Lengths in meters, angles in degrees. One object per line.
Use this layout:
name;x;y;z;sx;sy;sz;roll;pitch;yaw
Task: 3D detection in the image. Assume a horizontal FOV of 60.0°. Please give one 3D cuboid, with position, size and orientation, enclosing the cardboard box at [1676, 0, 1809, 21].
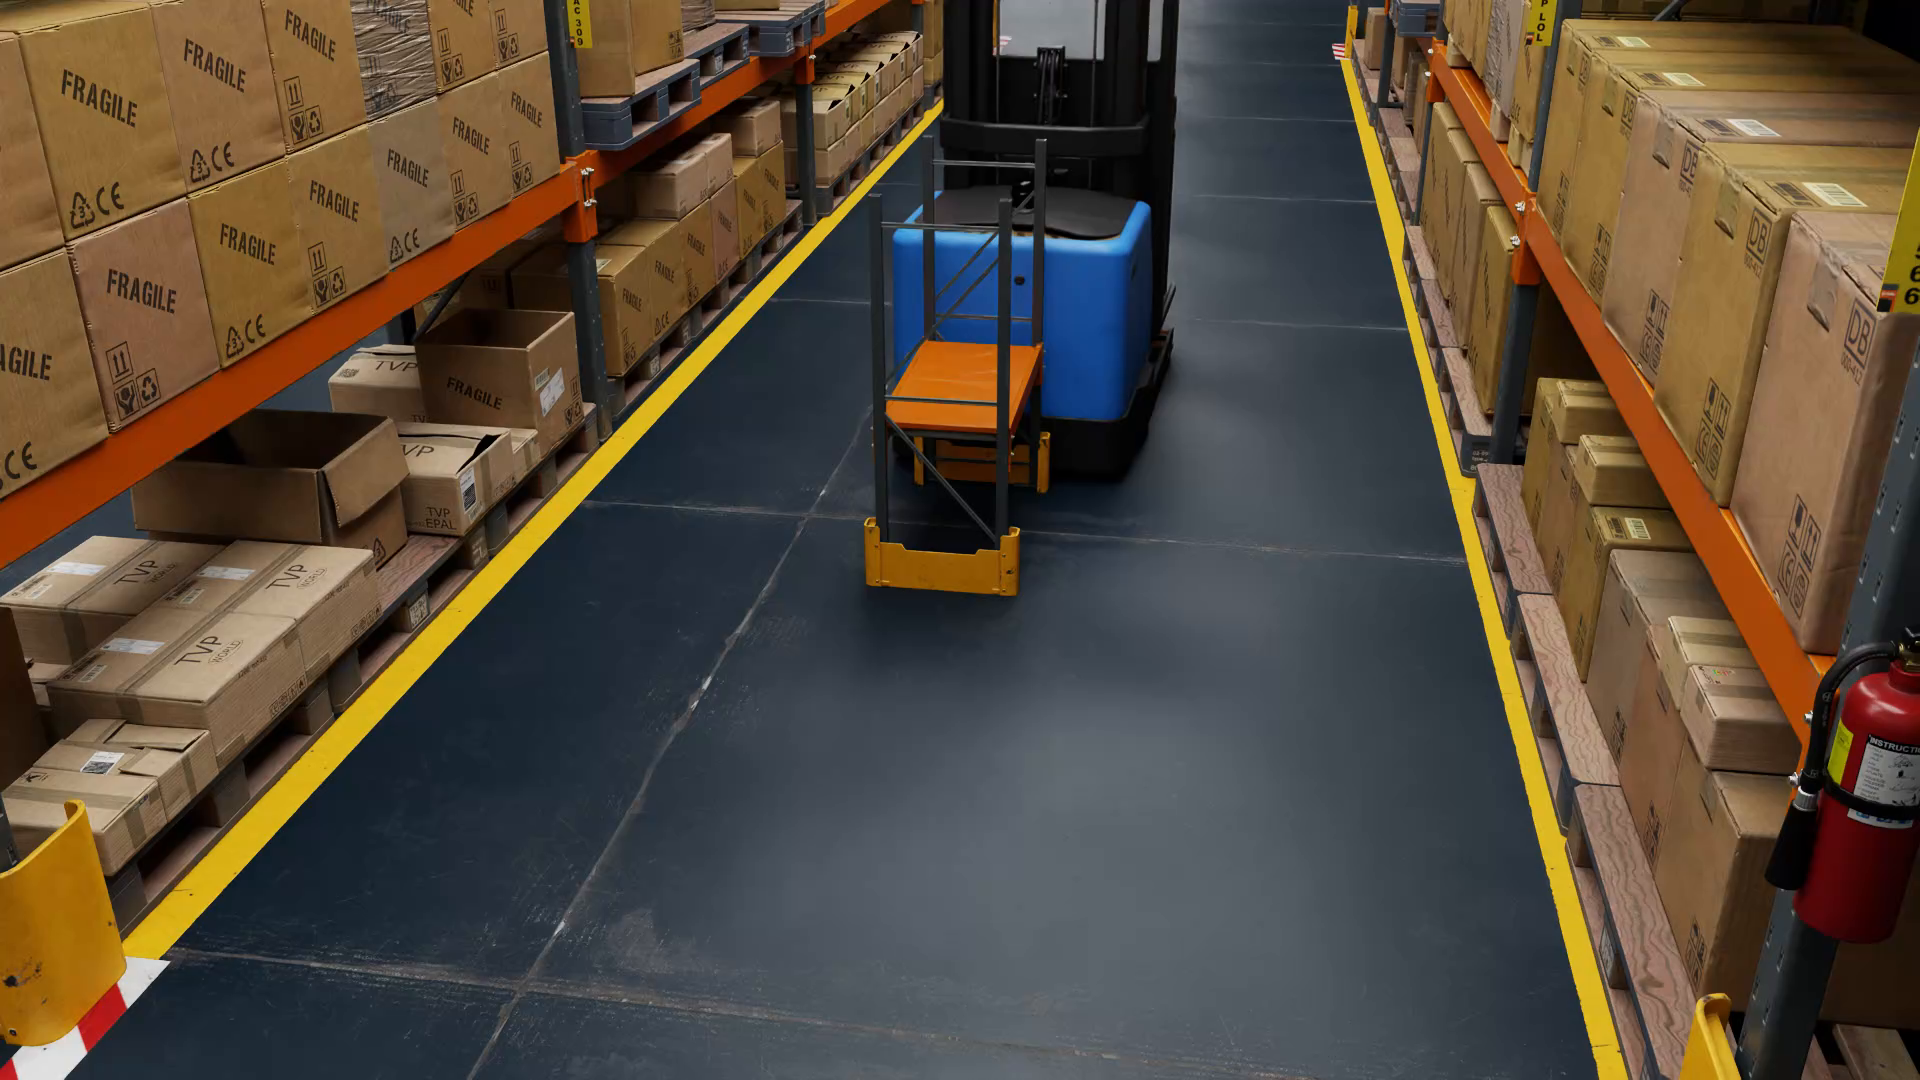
cardboard box;3.087;-2.223;6.585;0.500;0.250;0.500;5;26;10

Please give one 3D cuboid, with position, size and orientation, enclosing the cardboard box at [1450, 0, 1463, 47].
cardboard box;2.982;-2.979;9.083;0.500;0.500;0.500;5;26;10

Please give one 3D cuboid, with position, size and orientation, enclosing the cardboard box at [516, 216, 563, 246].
cardboard box;-2.245;-1.362;8.550;0.500;0.500;0.500;4;25;9

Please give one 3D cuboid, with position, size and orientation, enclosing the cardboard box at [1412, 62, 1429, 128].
cardboard box;3.924;-3.405;12.915;0.700;0.500;0.500;4;25;7

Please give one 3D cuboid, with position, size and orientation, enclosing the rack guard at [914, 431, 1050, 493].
rack guard;0.094;-0.353;7.210;0.587;0.250;0.087;4;25;9

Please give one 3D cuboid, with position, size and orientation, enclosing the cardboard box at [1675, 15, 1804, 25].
cardboard box;3.079;-1.884;6.745;0.500;0.500;0.500;3;25;7

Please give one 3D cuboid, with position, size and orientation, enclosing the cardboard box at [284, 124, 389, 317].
cardboard box;-2.206;-1.037;5.308;0.500;0.500;0.500;4;25;9

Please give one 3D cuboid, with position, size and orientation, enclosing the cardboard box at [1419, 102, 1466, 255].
cardboard box;3.159;-2.111;9.763;0.750;0.750;0.750;4;25;8

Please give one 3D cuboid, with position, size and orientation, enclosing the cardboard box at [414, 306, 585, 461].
cardboard box;-1.946;-0.671;7.075;0.500;0.500;0.500;4;25;9

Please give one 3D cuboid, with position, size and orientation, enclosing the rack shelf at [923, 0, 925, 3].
rack shelf;-0.498;-5.719;16.278;1.077;0.370;4.000;4;25;9

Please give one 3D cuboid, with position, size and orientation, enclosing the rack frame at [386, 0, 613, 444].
rack frame;-2.132;-1.862;7.190;1.000;3.000;0.127;4;25;9

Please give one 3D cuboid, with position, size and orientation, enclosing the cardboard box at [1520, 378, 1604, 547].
cardboard box;2.532;-0.273;6.248;0.700;0.500;0.500;4;25;9

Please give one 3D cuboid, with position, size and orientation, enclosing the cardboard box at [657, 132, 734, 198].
cardboard box;-1.568;-2.082;9.205;0.500;0.250;0.500;4;25;8

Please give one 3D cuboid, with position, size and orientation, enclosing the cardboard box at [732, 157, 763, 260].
cardboard box;-1.485;-1.978;9.868;0.500;0.500;0.500;3;25;7

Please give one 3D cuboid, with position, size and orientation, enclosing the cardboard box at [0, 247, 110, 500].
cardboard box;-2.454;-0.402;3.952;0.500;0.500;0.500;5;25;10

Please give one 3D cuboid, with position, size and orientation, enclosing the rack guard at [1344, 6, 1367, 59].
rack guard;4.704;-5.375;17.644;1.175;0.500;0.348;4;25;9

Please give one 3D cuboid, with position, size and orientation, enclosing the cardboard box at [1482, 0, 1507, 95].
cardboard box;2.746;-2.344;7.726;0.500;0.500;0.500;4;25;9

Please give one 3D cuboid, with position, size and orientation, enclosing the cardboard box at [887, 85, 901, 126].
cardboard box;-0.774;-3.534;13.510;0.500;0.250;0.500;5;25;10

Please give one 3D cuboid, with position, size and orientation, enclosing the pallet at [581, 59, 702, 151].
pallet;-1.894;-2.102;7.928;1.003;0.211;1.213;4;25;9

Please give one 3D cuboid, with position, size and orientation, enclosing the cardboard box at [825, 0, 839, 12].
cardboard box;-1.142;-3.855;11.553;0.500;0.311;0.500;4;25;8

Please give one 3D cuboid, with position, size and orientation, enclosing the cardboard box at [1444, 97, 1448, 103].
cardboard box;3.674;-2.773;11.565;0.700;0.500;0.500;4;25;8

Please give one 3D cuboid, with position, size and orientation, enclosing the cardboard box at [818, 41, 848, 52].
cardboard box;-1.225;-4.042;13.934;0.500;0.311;0.500;4;25;8

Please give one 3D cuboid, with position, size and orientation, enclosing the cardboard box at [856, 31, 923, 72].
cardboard box;-0.608;-4.218;14.309;0.500;0.311;0.500;4;25;9

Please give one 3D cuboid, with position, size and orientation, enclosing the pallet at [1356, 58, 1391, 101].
pallet;4.335;-4.398;15.898;1.003;0.211;1.213;4;25;9

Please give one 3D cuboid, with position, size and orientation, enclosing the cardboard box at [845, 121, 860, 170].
cardboard box;-1.022;-2.889;12.132;0.500;0.250;0.500;3;25;7

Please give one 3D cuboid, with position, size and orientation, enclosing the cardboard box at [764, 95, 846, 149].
cardboard box;-1.103;-2.933;11.563;0.500;0.311;0.500;5;26;10

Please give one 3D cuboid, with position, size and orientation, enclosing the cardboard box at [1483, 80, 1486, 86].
cardboard box;2.944;-2.427;8.669;0.380;0.149;0.250;4;25;9

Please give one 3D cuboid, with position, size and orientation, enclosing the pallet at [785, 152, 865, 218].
pallet;-1.306;-2.614;12.085;1.003;0.211;1.213;4;25;9

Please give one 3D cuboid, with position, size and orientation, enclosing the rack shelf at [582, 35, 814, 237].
rack shelf;-1.806;-2.373;9.129;1.077;0.370;4.000;4;25;9

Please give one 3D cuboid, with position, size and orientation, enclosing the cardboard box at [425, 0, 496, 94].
cardboard box;-2.041;-1.916;6.008;0.500;0.500;0.500;4;25;8

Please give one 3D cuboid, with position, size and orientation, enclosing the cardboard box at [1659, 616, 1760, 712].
cardboard box;1.999;0.328;4.200;0.380;0.149;0.250;5;25;10

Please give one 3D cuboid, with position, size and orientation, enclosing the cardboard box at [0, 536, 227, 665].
cardboard box;-2.755;0.217;5.472;0.500;0.250;0.500;4;25;9

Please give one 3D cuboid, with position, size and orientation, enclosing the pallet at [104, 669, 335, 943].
pallet;-2.644;0.709;4.987;1.003;0.211;1.213;4;25;9

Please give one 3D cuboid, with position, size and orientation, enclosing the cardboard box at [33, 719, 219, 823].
cardboard box;-2.338;0.639;4.670;0.380;0.166;0.250;4;25;9

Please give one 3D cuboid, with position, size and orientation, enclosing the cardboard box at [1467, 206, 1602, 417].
cardboard box;2.733;-1.018;7.427;0.750;0.750;0.750;4;25;9

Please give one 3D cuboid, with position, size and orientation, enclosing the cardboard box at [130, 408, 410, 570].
cardboard box;-2.434;-0.145;5.946;0.797;0.503;0.637;4;25;9

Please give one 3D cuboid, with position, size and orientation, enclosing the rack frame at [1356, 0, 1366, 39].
rack frame;4.716;-6.539;17.182;1.000;3.000;0.127;4;25;9

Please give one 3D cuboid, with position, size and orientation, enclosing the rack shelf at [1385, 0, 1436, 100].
rack shelf;3.736;-3.704;11.974;1.077;0.370;4.000;4;25;9

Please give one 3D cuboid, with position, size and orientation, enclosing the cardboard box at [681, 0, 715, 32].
cardboard box;-1.808;-3.130;9.285;0.700;0.500;0.500;9;27;18

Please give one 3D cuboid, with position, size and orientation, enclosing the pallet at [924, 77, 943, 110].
pallet;-0.654;-4.275;15.633;1.003;0.211;1.213;4;25;9

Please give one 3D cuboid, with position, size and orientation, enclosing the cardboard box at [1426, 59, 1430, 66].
cardboard box;3.890;-3.780;12.832;0.500;0.250;0.500;3;25;7

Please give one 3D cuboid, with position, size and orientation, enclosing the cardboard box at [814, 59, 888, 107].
cardboard box;-0.857;-3.581;12.949;0.500;0.311;0.500;4;25;8

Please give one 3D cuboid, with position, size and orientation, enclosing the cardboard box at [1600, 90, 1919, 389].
cardboard box;2.417;-0.821;4.611;0.980;0.700;0.700;3;25;6

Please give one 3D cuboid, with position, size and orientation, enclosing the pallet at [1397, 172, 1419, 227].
pallet;3.538;-2.257;11.323;1.003;0.211;1.213;4;25;9

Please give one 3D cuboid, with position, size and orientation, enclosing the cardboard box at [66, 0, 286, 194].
cardboard box;-2.289;-1.283;4.655;0.500;0.500;0.500;4;25;9

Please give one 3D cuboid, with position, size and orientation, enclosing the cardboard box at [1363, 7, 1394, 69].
cardboard box;4.252;-4.781;15.856;0.700;0.500;0.500;2;25;5

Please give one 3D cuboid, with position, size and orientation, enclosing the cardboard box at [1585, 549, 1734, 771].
cardboard box;2.280;0.375;4.864;0.700;0.500;0.500;3;25;7

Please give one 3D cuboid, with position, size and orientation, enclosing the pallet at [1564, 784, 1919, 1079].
pallet;2.155;1.076;4.203;1.003;0.211;1.213;4;25;9

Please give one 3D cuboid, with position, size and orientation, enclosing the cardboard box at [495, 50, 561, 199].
cardboard box;-1.961;-1.681;6.684;0.500;0.500;0.500;4;25;9

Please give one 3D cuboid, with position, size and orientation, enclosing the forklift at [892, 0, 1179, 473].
forklift;0.514;-2.219;8.033;1.130;2.935;3.031;5;26;11

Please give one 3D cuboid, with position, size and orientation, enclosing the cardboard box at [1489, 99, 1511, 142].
cardboard box;2.621;-1.904;7.552;0.380;0.149;0.250;4;25;9

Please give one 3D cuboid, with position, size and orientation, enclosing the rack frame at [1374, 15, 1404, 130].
rack frame;4.063;-4.866;13.608;1.000;3.000;0.127;4;25;9

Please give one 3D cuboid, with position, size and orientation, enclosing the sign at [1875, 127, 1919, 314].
sign;1.568;-0.523;2.683;0.100;0.325;0.005;4;25;9

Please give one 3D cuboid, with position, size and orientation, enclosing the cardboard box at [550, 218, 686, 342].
cardboard box;-1.737;-1.339;8.501;0.500;0.500;0.500;4;25;9

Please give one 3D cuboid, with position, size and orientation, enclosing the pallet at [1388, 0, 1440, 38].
pallet;3.420;-3.412;10.727;1.213;0.211;1.003;4;25;9

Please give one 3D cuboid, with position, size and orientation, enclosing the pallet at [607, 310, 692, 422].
pallet;-2.037;-0.942;8.513;1.003;0.211;1.213;4;25;9

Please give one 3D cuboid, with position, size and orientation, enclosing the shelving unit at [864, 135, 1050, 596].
shelving unit;0.012;-0.711;6.500;0.587;1.500;1.083;4;25;9

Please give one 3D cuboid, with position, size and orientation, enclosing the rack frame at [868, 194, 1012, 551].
rack frame;-0.069;-0.502;6.054;0.500;1.500;0.032;4;25;9

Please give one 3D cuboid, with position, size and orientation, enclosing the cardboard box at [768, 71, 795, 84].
cardboard box;-1.472;-3.399;12.559;0.500;0.311;0.500;4;25;8
